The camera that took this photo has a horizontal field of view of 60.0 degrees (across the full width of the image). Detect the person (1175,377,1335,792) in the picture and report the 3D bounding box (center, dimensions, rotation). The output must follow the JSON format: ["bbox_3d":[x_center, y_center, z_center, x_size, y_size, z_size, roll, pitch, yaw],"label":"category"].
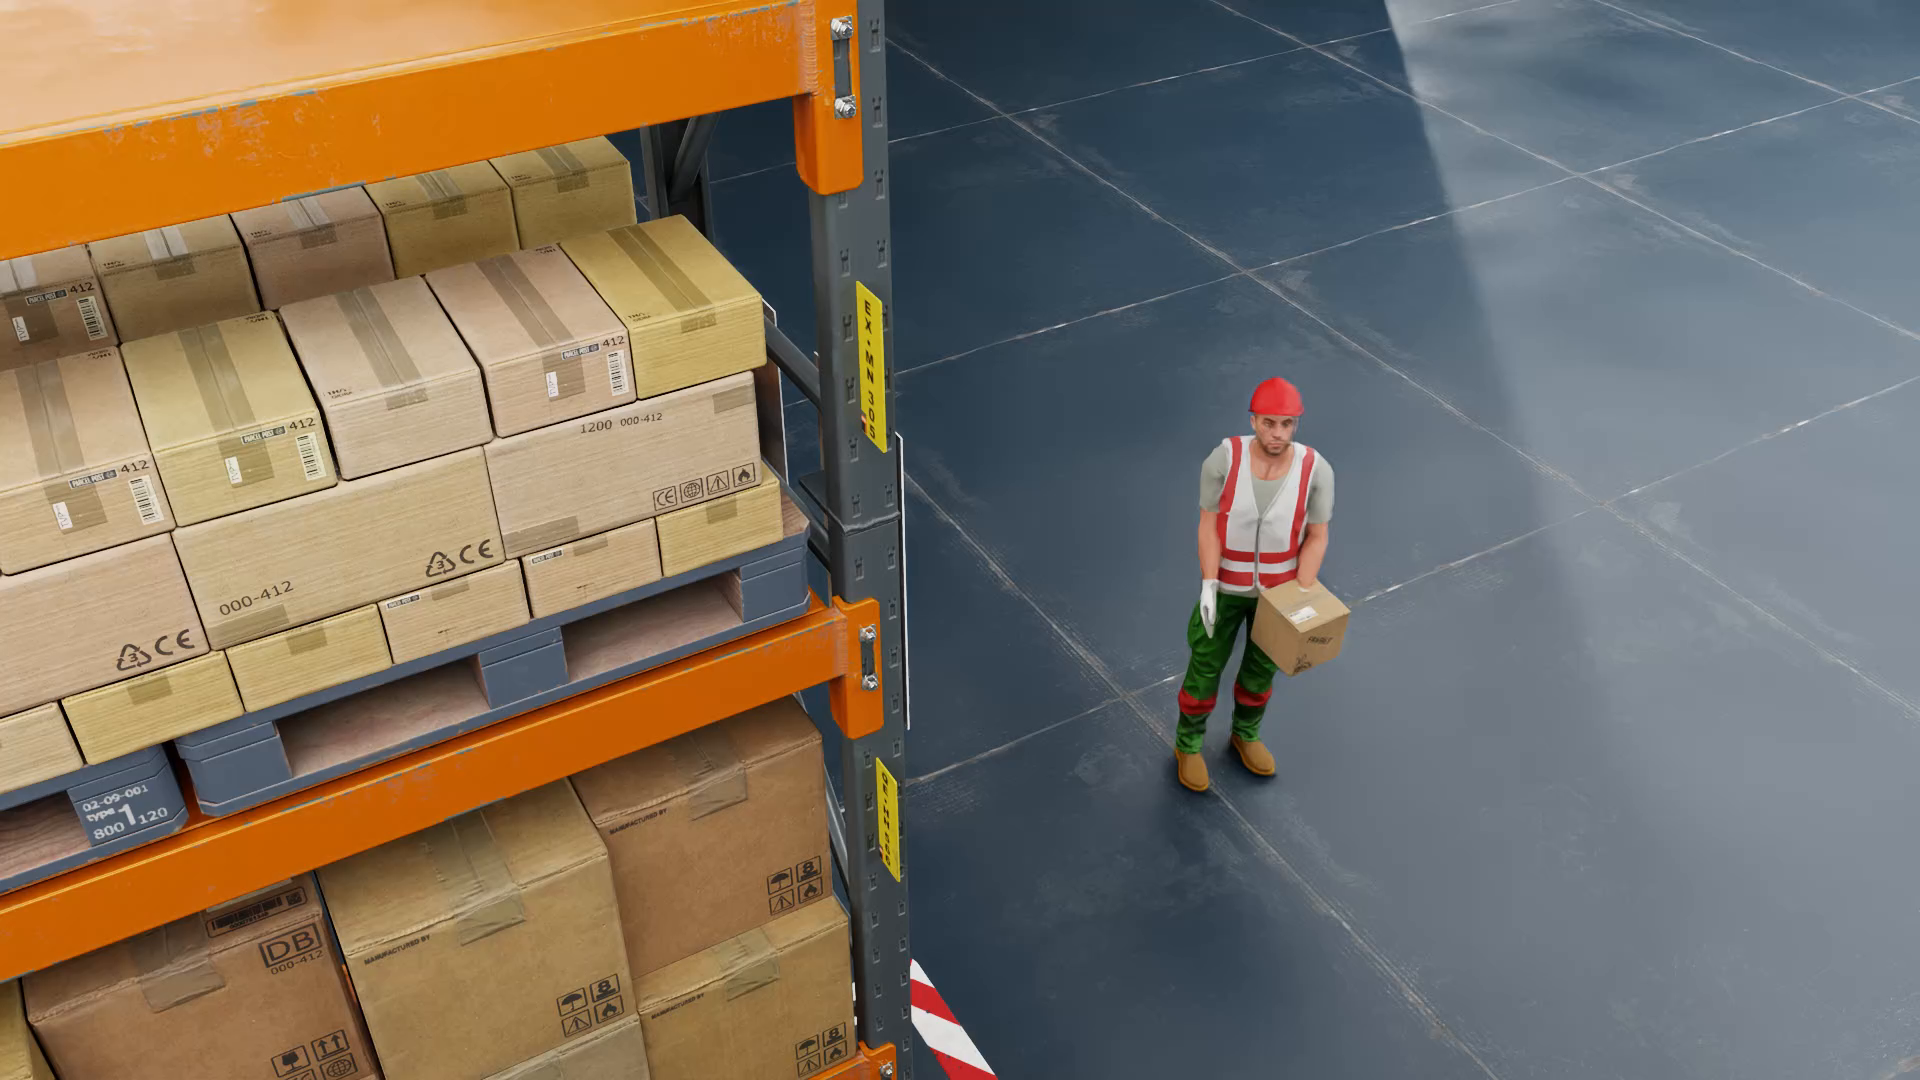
[{"bbox_3d":[1.177,0.211,6.613,0.524,1.792,0.526,4,37,5],"label":"person"}]
